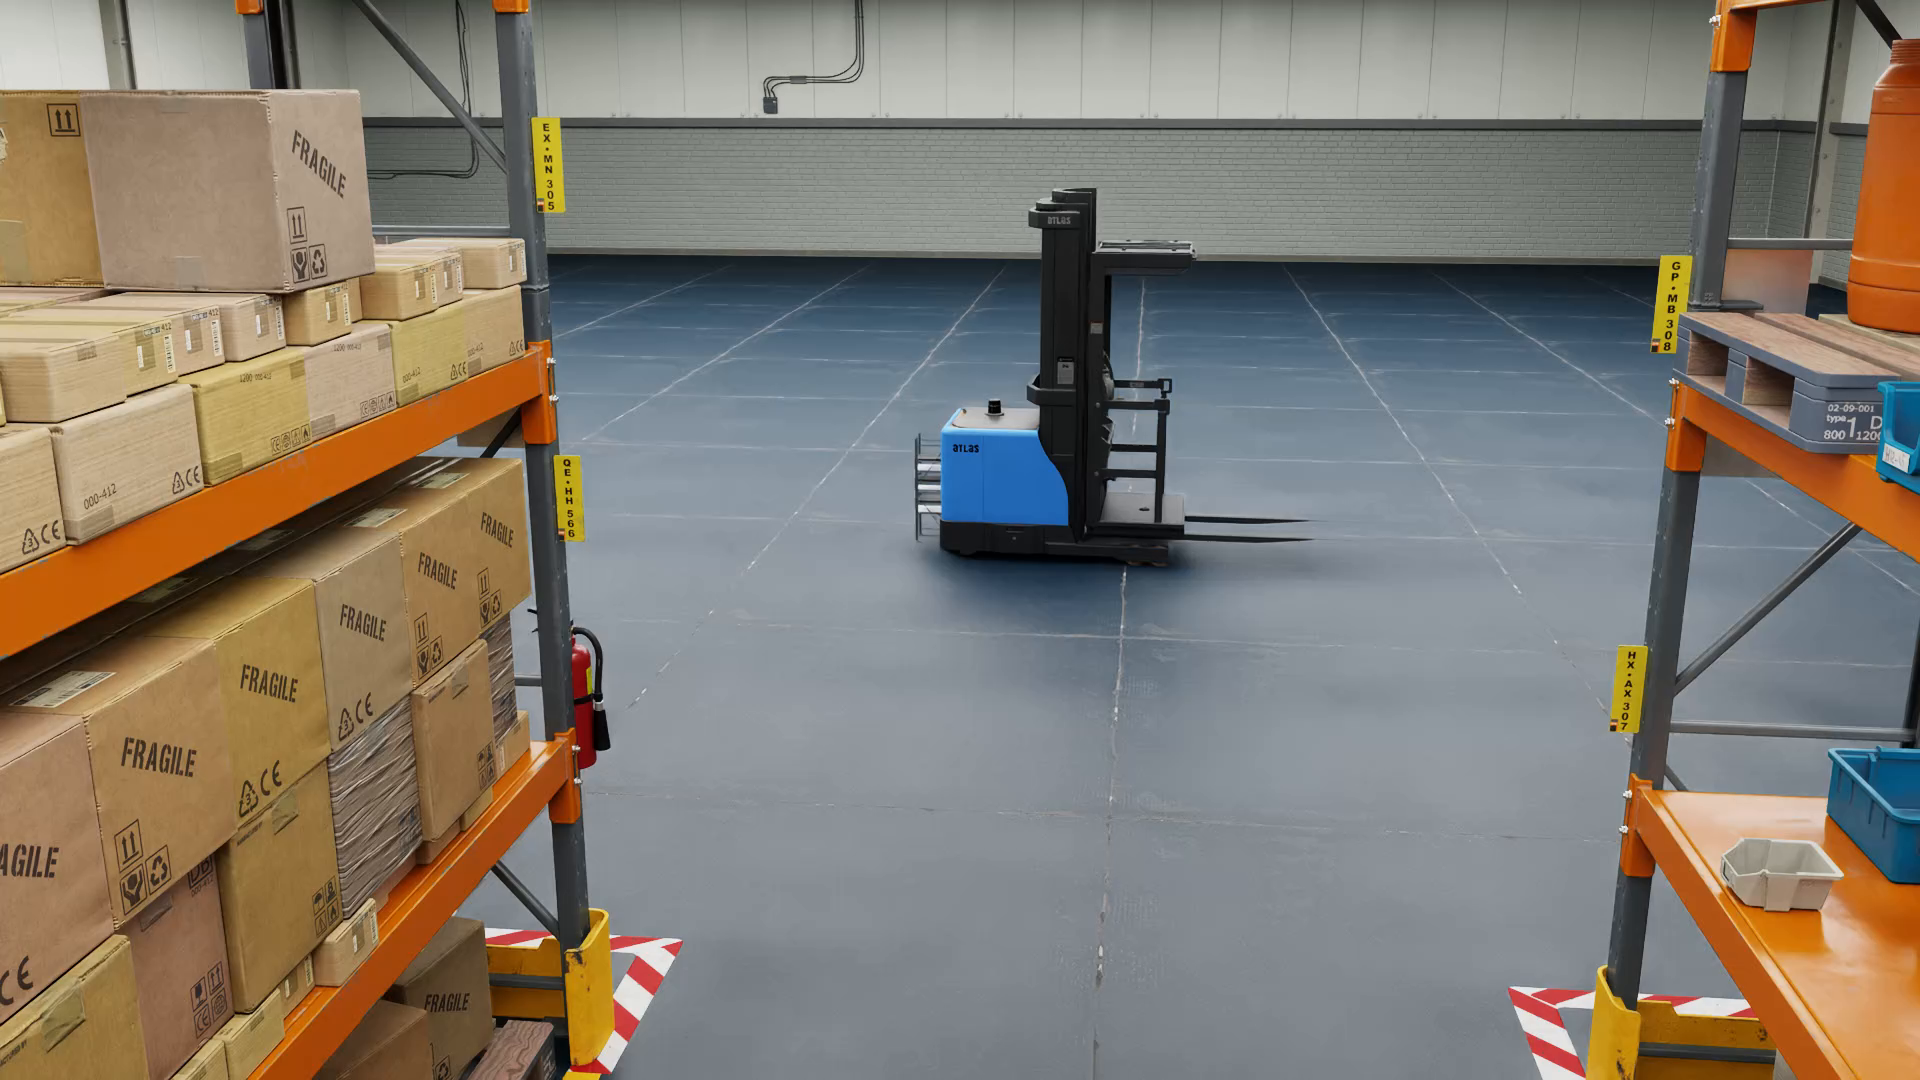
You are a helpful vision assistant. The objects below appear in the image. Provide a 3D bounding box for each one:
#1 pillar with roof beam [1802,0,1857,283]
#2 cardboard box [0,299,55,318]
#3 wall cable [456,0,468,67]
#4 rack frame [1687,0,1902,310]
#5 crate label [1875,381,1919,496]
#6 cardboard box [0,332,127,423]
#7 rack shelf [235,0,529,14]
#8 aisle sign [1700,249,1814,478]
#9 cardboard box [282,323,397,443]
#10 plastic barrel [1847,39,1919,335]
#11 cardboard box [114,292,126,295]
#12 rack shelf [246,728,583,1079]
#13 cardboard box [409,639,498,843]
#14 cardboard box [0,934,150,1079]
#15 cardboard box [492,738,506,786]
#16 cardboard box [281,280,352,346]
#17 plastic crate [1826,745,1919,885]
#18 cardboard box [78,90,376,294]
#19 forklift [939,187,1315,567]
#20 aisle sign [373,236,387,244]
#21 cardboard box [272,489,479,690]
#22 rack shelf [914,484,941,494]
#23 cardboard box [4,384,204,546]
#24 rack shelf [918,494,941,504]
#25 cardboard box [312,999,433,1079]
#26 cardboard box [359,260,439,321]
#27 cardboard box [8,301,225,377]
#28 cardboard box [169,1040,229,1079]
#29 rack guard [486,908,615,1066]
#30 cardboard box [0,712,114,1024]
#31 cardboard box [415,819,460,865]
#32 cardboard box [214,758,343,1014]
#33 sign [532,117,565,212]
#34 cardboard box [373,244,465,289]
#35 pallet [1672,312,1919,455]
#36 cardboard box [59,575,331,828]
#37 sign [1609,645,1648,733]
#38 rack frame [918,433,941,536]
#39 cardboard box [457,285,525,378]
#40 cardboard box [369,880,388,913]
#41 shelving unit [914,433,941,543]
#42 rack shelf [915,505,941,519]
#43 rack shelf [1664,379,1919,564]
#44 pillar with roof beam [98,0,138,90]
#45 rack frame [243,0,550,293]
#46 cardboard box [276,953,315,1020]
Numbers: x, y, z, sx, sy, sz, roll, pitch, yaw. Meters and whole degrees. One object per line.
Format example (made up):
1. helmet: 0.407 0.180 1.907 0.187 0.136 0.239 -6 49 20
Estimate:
1. pillar with roof beam: 12.658 -9.622 32.507 9.100 9.000 0.400 2 15 6
2. cardboard box: -2.435 -0.496 4.027 0.380 0.149 0.250 1 15 4
3. wall cable: -10.029 -12.008 37.603 3.097 2.526 0.112 2 15 6
4. rack frame: 2.926 -2.213 5.108 1.000 3.000 0.127 2 15 6
5. crate label: 2.386 -0.218 3.760 0.502 0.251 0.408 2 15 6
6. cardboard box: -1.988 -0.341 3.455 0.380 0.149 0.250 1 15 5
7. rack shelf: -2.221 -1.492 3.824 1.077 0.370 4.000 2 15 6
8. aisle sign: 2.643 -0.600 5.653 0.394 0.787 0.004 2 15 6
9. cardboard box: -1.917 -0.444 4.599 0.500 0.250 0.500 2 15 7
10. plastic barrel: 2.997 -1.046 4.909 0.600 0.830 0.708 2 15 6
11. cardboard box: -2.437 -0.630 4.524 0.380 0.149 0.250 1 15 4
12. rack shelf: -2.221 1.403 4.606 1.077 0.370 4.000 2 15 6
13. cardboard box: -2.022 0.620 5.362 0.875 0.500 0.500 2 15 6
14. cardboard box: -2.243 1.139 3.443 0.875 0.500 0.500 2 15 6
15. cardboard box: -1.851 0.803 5.928 0.380 0.149 0.250 2 15 6
16. cardboard box: -1.871 -0.613 4.459 0.380 0.149 0.250 1 15 3
17. plastic crate: 3.167 0.893 5.398 0.499 0.251 0.616 2 15 6
18. cardboard box: -1.919 -0.935 4.408 0.500 0.500 0.500 2 15 6
19. forklift: 1.392 -1.349 13.536 3.031 2.935 1.130 2 15 8
20. aisle sign: -2.286 -0.743 6.183 0.394 0.787 0.004 2 15 6
21. cardboard box: -1.863 0.142 5.214 0.500 0.500 0.500 2 15 6
22. rack shelf: -0.244 -0.409 14.079 0.258 0.077 0.200 2 15 7
23. cardboard box: -2.020 -0.177 3.609 0.500 0.250 0.500 1 15 4
24. rack shelf: -0.244 -0.322 14.102 0.258 0.077 0.200 2 15 7
25. cardboard box: -2.116 1.858 5.528 0.500 0.500 0.500 6 16 21
26. cardboard box: -1.789 -0.746 4.952 0.380 0.149 0.250 2 15 7
27. cardboard box: -1.999 -0.476 3.954 0.380 0.149 0.250 2 15 8
28. cardboard box: -2.007 1.324 4.002 0.380 0.149 0.250 2 15 6
29. rack guard: -2.004 1.763 6.684 1.175 0.500 0.348 2 15 6
30. cardboard box: -2.088 0.661 3.295 0.500 0.500 0.500 2 15 6
31. cardboard box: -1.872 0.934 5.444 0.380 0.149 0.250 2 15 6
32. cardboard box: -2.189 0.878 4.408 0.875 0.500 0.500 2 15 6
33. sign: -1.446 -1.317 5.844 0.100 0.325 0.005 2 15 6
34. cardboard box: -1.863 -0.886 5.469 0.380 0.149 0.250 1 15 4
35. pallet: 2.735 -0.463 4.741 1.003 0.211 1.213 2 15 6
36. cardboard box: -1.986 0.401 4.256 0.500 0.500 0.500 2 15 6
37. sign: 2.380 0.532 5.919 0.100 0.325 0.005 2 15 6
38. rack frame: -0.232 -0.468 14.168 0.240 0.900 0.006 2 15 7
39. cardboard box: -1.797 -0.706 5.569 0.500 0.250 0.500 2 15 8
40. cardboard box: -1.947 1.063 4.967 0.380 0.149 0.250 2 15 6
41. shelving unit: -0.244 -0.441 14.070 0.258 0.900 0.210 2 15 7
42. rack shelf: -0.244 -0.235 14.126 0.258 0.077 0.200 2 15 7
43. rack shelf: 2.700 0.101 3.675 1.077 0.370 4.000 2 15 6
44. pillar with roof beam: -10.763 -8.740 29.246 9.100 9.000 0.400 2 15 6
45. rack frame: -1.995 -2.359 5.648 1.000 3.000 0.127 2 15 6
46. cardboard box: -1.984 1.193 4.485 0.380 0.149 0.250 2 15 6
